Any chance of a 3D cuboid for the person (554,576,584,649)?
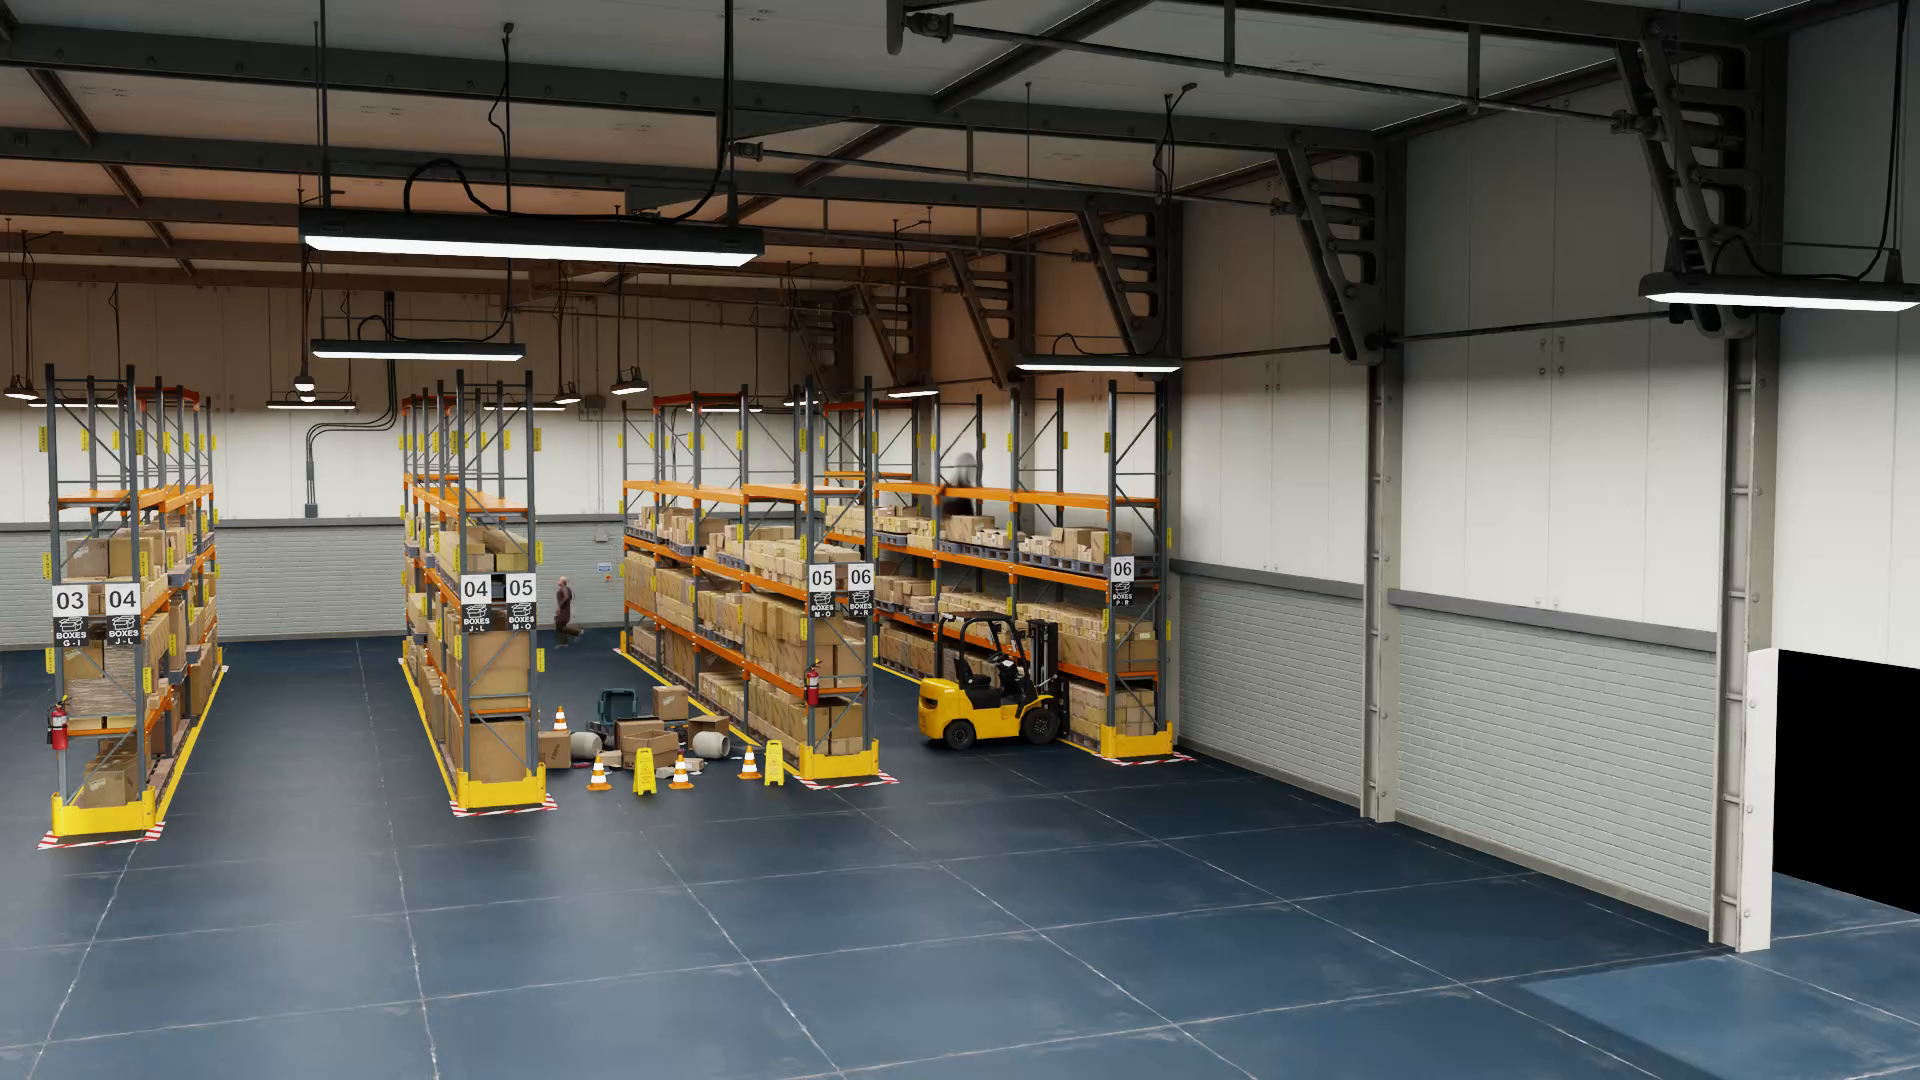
[{"bbox_3d":[-9.532,1.773,40.484,0.739,1.775,0.718,0,3,-8],"label":"person"}]
